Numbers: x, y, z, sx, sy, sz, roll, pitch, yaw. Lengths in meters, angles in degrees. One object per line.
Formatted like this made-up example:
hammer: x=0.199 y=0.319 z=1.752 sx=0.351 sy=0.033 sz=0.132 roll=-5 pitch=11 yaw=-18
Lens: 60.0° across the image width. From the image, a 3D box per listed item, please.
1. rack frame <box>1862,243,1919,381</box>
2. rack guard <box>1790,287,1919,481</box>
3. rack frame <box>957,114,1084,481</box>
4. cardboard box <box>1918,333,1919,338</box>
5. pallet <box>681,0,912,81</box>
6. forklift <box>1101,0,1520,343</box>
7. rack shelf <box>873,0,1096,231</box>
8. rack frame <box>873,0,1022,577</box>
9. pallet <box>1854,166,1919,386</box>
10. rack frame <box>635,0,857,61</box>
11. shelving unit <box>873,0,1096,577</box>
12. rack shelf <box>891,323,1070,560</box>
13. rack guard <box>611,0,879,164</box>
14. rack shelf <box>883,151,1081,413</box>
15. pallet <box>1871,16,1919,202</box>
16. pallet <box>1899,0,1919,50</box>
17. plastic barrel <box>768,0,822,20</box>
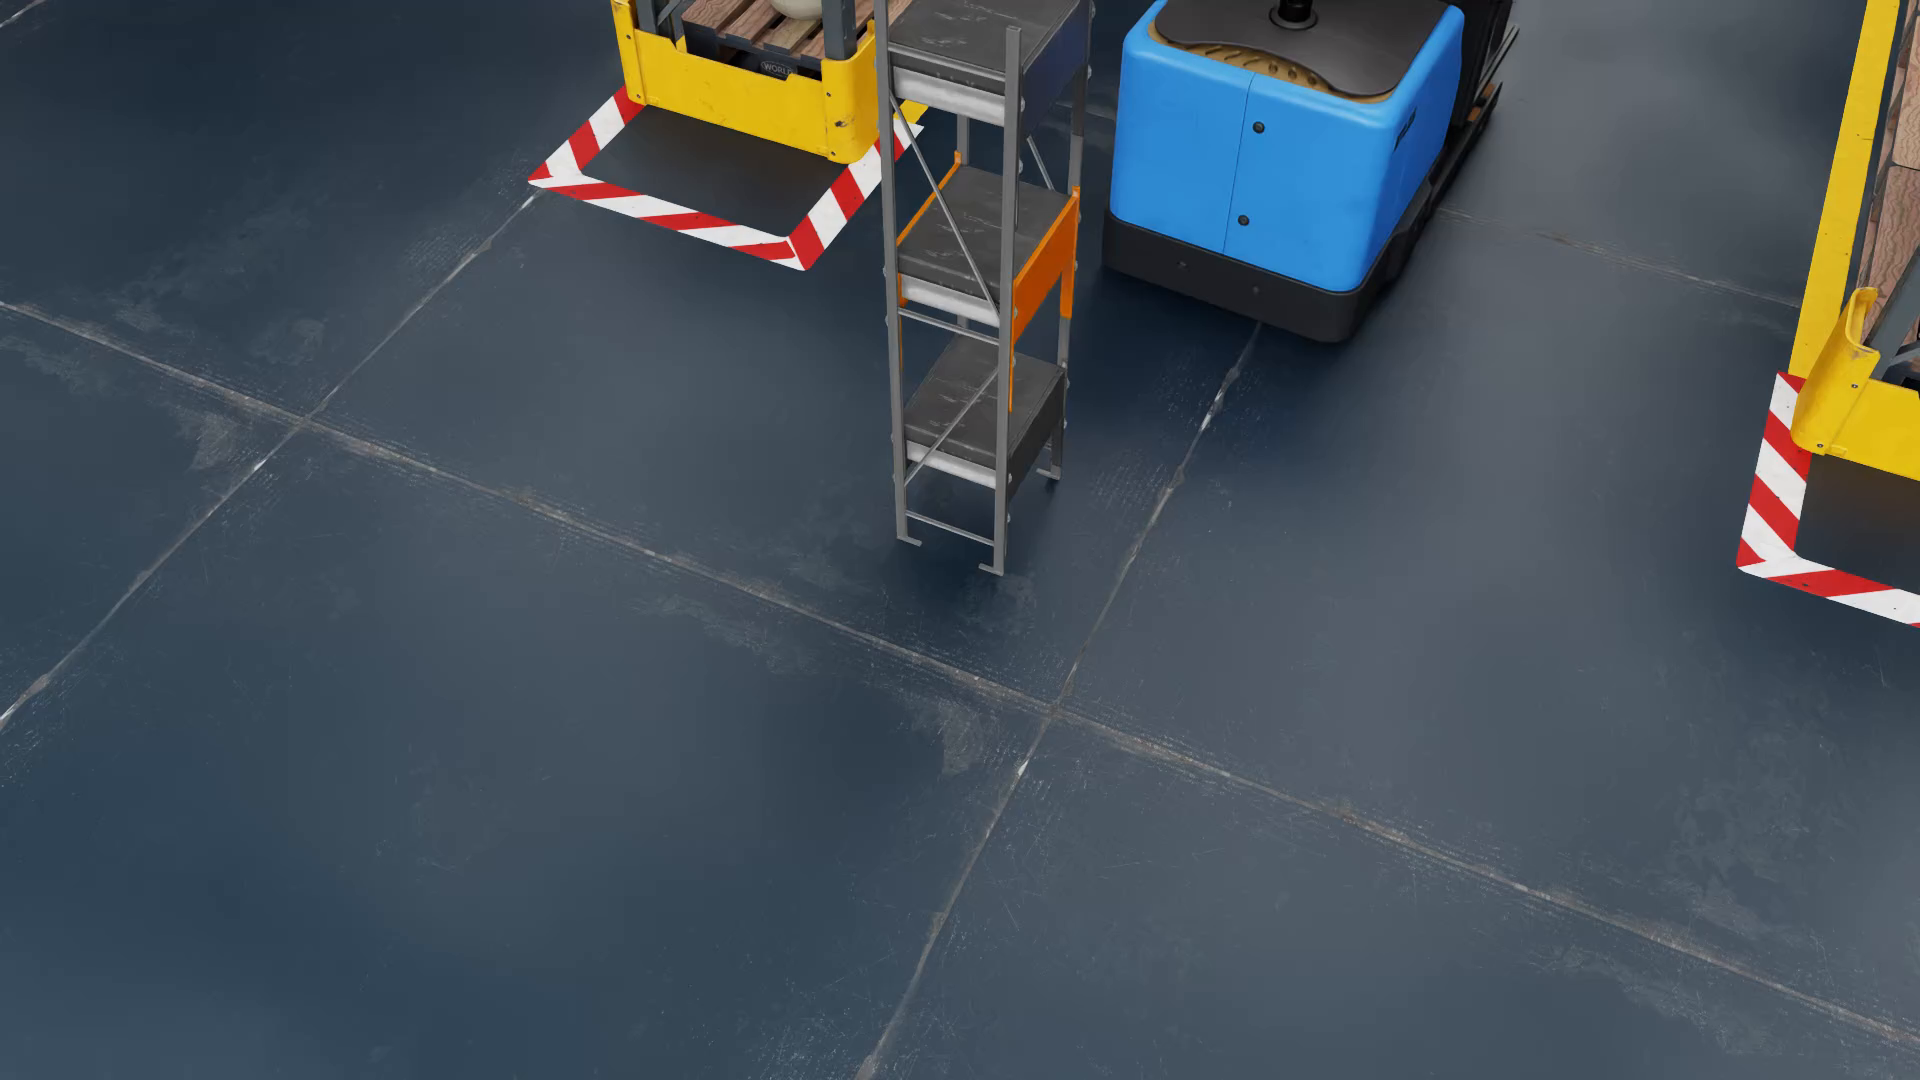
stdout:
rack frame: x=3.580 y=-1.195 z=4.797 sx=1.000 sy=3.000 sz=0.127 roll=20 pitch=52 yaw=16
rack guard: x=3.612 y=-0.437 z=5.793 sx=1.175 sy=0.500 sz=0.348 roll=20 pitch=52 yaw=16
rack frame: x=0.175 y=-0.962 z=5.190 sx=0.400 sy=2.100 sz=0.015 roll=20 pitch=52 yaw=16
cardboard box: x=3.862 y=-0.945 z=5.950 sx=0.500 sy=0.500 sz=0.500 roll=29 pitch=55 yaw=22
pallet: x=-0.557 y=-2.528 z=7.762 sx=1.003 sy=0.211 sz=1.213 roll=20 pitch=52 yaw=16
forklift: x=1.715 y=-2.822 z=6.227 sx=1.130 sy=2.935 sz=3.031 roll=23 pitch=53 yaw=18
rack shelf: x=0.071 y=-1.239 z=4.525 sx=0.431 sy=0.518 sz=0.480 roll=20 pitch=52 yaw=16
rack frame: x=-0.034 y=-0.626 z=4.904 sx=0.400 sy=2.100 sz=0.015 roll=20 pitch=52 yaw=16
pallet: x=3.991 y=-0.891 z=6.370 sx=1.003 sy=0.211 sz=1.213 roll=20 pitch=52 yaw=16
rack frame: x=-0.899 y=-2.806 z=6.168 sx=1.000 sy=3.000 sz=0.127 roll=20 pitch=52 yaw=16
shelving unit: x=0.071 y=-0.794 z=5.047 sx=0.431 sy=2.100 sz=0.503 roll=20 pitch=52 yaw=16
rack shelf: x=0.071 y=-0.332 z=5.591 sx=0.431 sy=0.518 sz=0.480 roll=20 pitch=52 yaw=16
rack guard: x=-0.909 y=-2.064 z=7.178 sx=1.175 sy=0.500 sz=0.348 roll=20 pitch=52 yaw=16
rack shelf: x=0.071 y=-0.786 z=5.058 sx=0.431 sy=0.518 sz=0.480 roll=20 pitch=52 yaw=16
pallet: x=4.514 y=-1.728 z=7.082 sx=1.003 sy=0.211 sz=1.213 roll=20 pitch=52 yaw=16
pallet: x=5.034 y=-2.571 z=7.799 sx=1.003 sy=0.211 sz=1.213 roll=20 pitch=52 yaw=16
plastic barrel: x=-0.686 y=-2.614 z=7.363 sx=0.421 sy=0.512 sz=0.421 roll=0 pitch=50 yaw=0
